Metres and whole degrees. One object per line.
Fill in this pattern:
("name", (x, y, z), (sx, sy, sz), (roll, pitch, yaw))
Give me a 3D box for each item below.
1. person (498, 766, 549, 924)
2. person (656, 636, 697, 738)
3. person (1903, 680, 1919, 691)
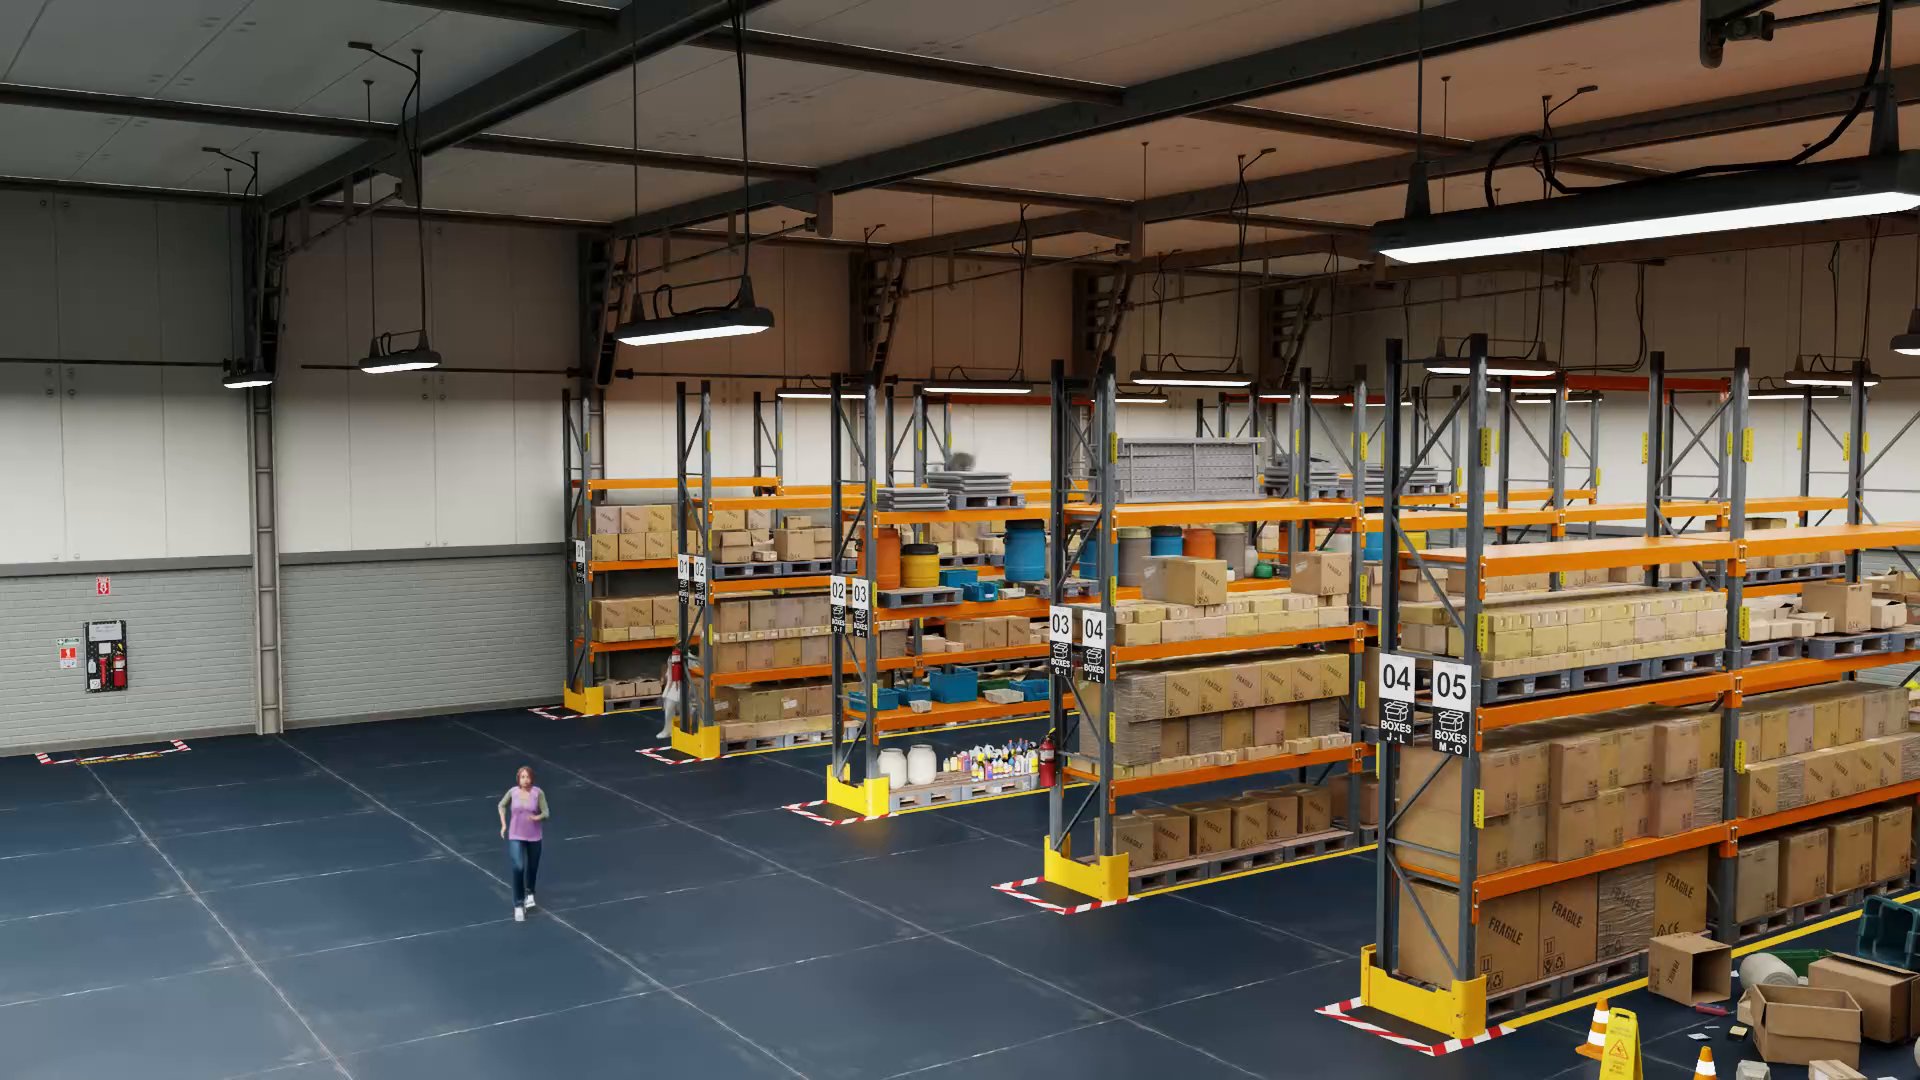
("person", (-4.645, 3.224, 17.747), (0.503, 1.644, 0.710), (-1, 4, -20))
("person", (-4.749, 2.500, 28.315), (0.727, 1.755, 0.780), (3, 5, 43))
("person", (13.107, 2.816, 22.858), (0.905, 1.776, 0.685), (-2, 4, -31))
